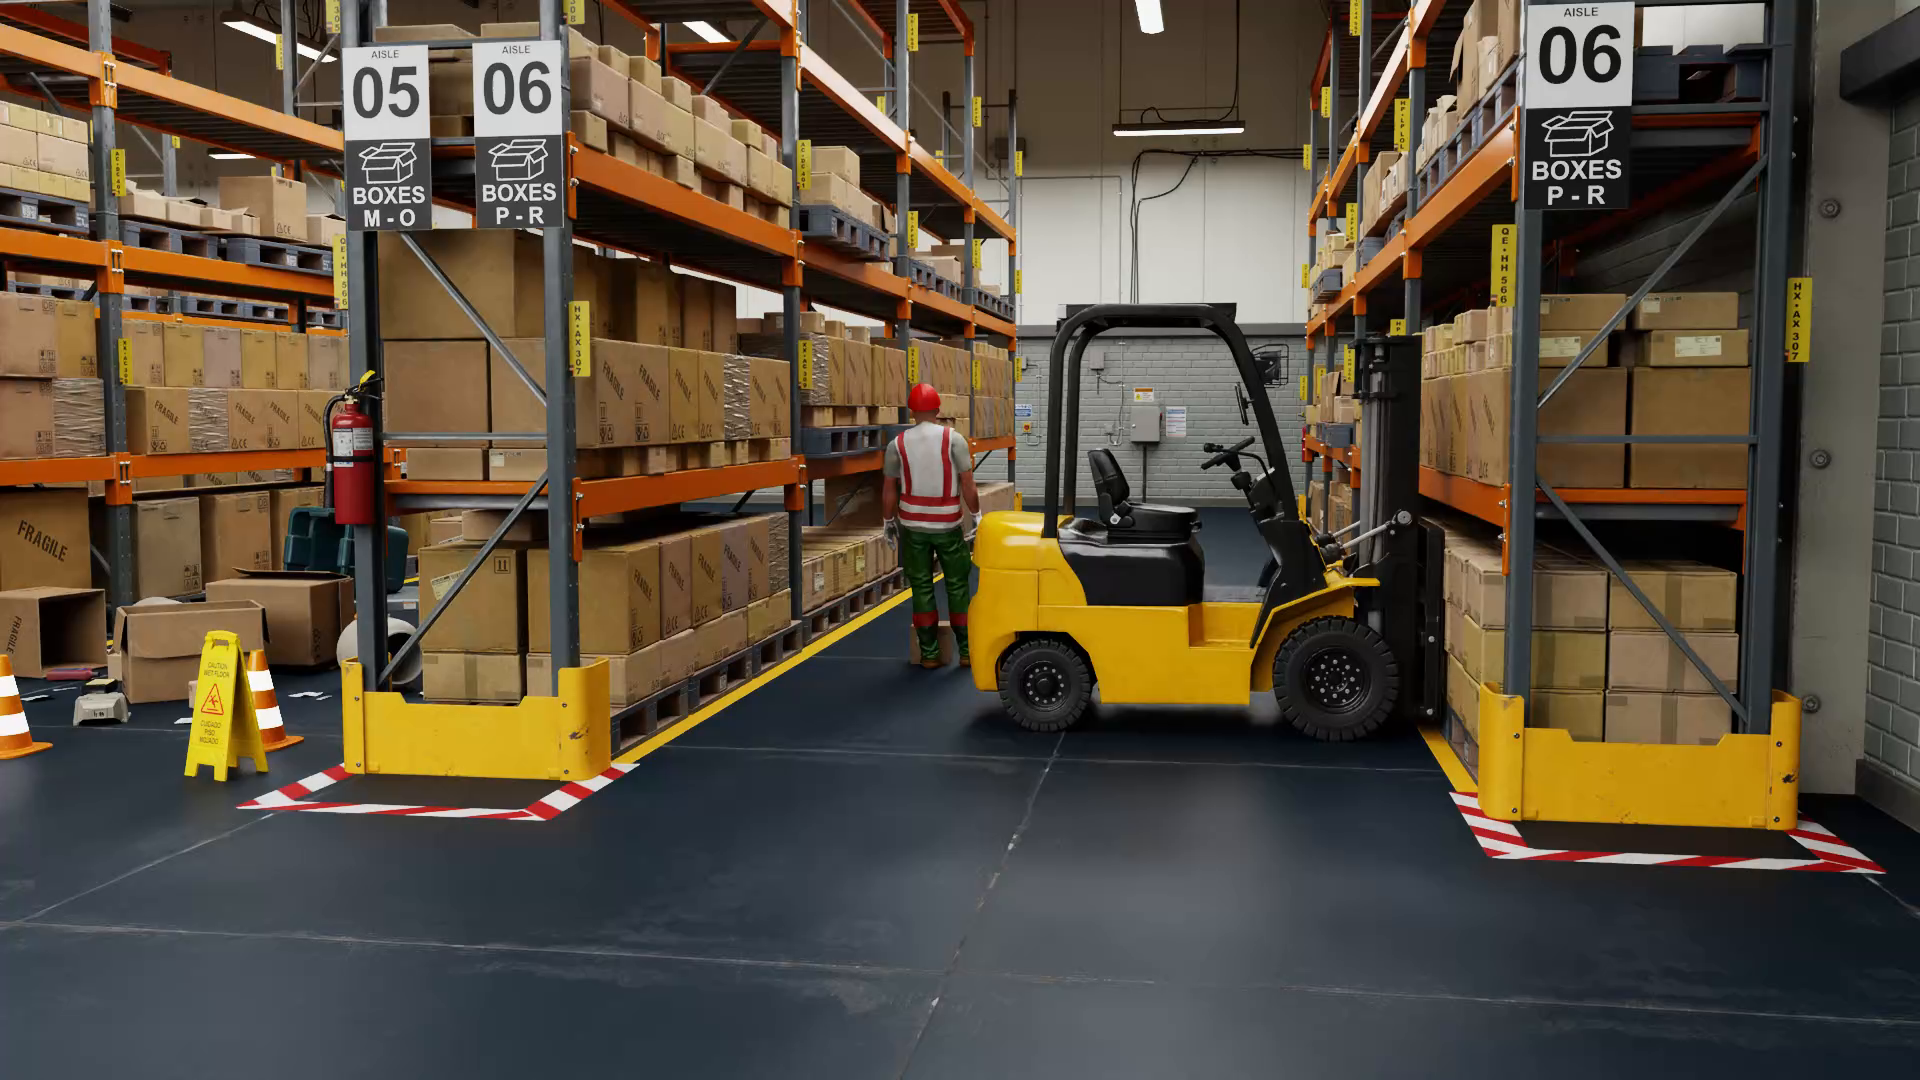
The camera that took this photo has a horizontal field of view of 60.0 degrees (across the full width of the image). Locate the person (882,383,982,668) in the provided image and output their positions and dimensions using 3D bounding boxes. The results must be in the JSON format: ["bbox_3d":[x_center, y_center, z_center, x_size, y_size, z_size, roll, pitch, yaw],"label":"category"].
[{"bbox_3d":[-0.162,-0.093,10.531,0.637,1.785,0.562,1,4,7],"label":"person"}]
